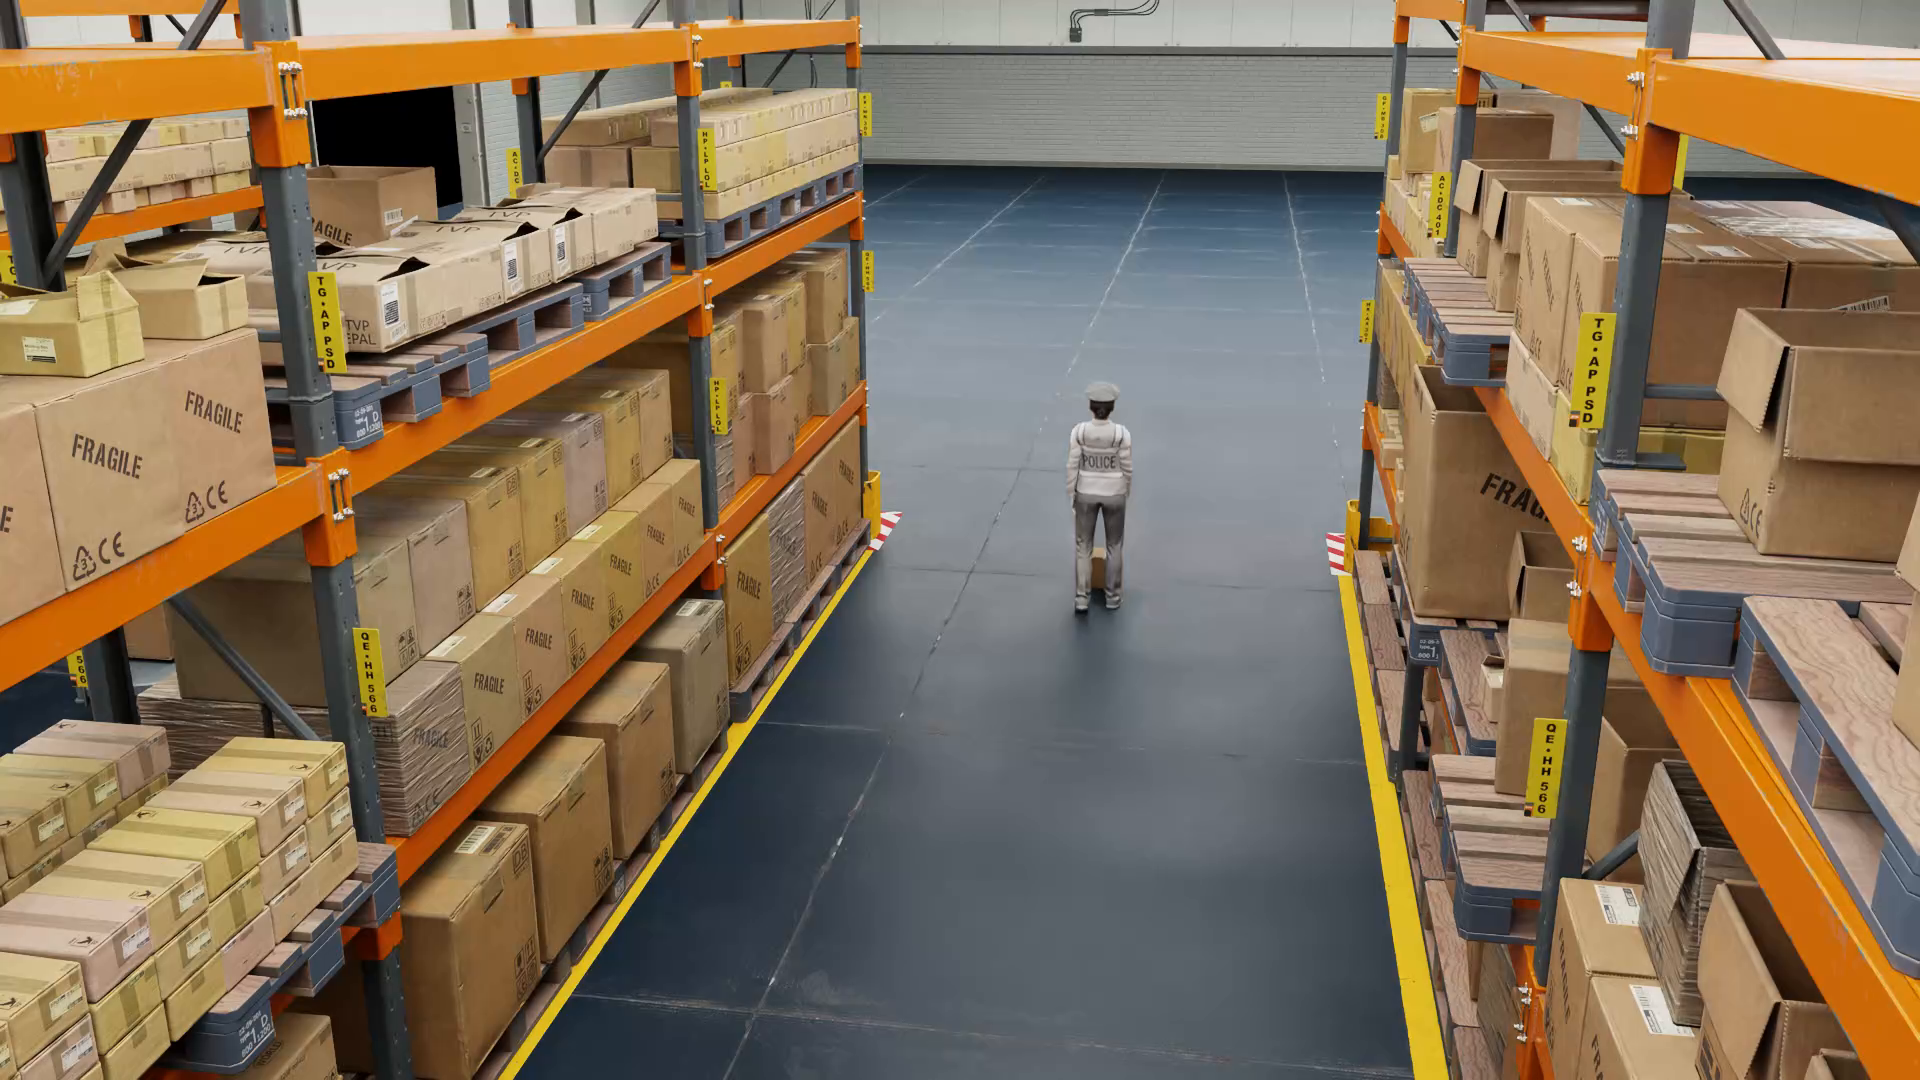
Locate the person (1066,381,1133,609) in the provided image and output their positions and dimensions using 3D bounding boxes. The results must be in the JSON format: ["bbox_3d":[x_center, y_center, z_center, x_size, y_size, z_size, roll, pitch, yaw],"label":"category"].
[{"bbox_3d":[1.002,-0.288,12.005,0.477,1.729,0.374,3,18,10],"label":"person"}]
